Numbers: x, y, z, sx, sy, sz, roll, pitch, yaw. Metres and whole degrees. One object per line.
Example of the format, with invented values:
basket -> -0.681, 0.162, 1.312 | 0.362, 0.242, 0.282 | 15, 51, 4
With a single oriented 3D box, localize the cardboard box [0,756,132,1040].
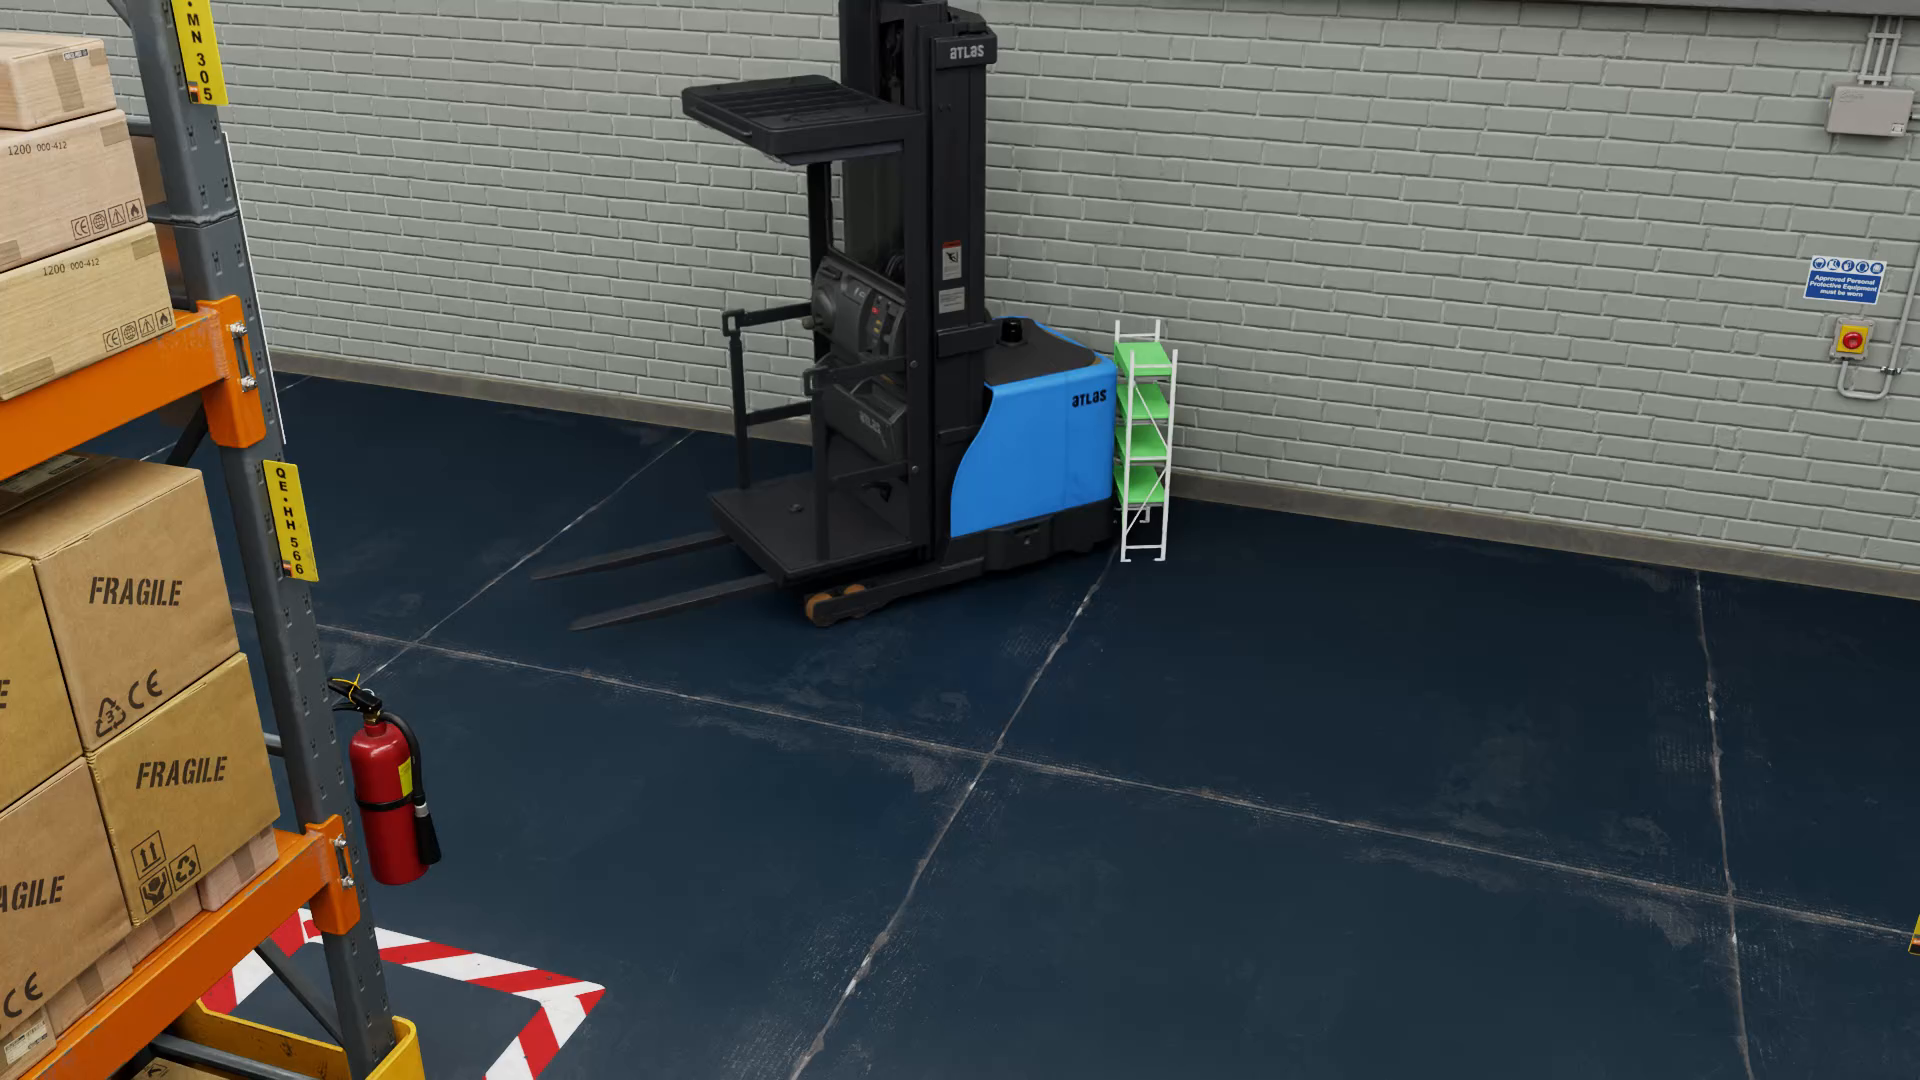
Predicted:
cardboard box -> -2.294, 0.783, 3.736 | 0.500, 0.500, 0.500 | 8, 27, 17

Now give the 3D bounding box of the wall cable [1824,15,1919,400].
wall cable -> 4.345, -1.587, 7.884 | 0.585, 1.953, 0.123 | 9, 27, 17

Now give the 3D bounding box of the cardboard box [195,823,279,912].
cardboard box -> -2.053, 0.817, 4.410 | 0.380, 0.149, 0.250 | 9, 27, 18

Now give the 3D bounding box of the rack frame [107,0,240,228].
rack frame -> -2.211, -2.172, 3.409 | 1.000, 3.000, 0.127 | 9, 27, 17

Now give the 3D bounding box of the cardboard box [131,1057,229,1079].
cardboard box -> -2.148, 1.609, 4.591 | 0.380, 0.149, 0.250 | 9, 27, 18

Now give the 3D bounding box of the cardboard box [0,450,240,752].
cardboard box -> -2.129, 0.124, 3.949 | 0.500, 0.500, 0.500 | 8, 27, 16

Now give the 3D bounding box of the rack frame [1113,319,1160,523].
rack frame -> 0.956, -0.640, 9.195 | 0.240, 1.200, 0.015 | -2, 26, -4

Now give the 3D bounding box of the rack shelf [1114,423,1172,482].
rack shelf -> 0.974, -0.477, 9.004 | 0.258, 0.148, 0.480 | -2, 26, -4

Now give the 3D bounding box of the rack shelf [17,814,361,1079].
rack shelf -> -2.877, 1.674, 3.175 | 1.077, 0.370, 4.000 | 9, 27, 17

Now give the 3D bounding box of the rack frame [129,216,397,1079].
rack frame -> -2.211, 0.529, 4.716 | 1.000, 3.000, 0.127 | 9, 27, 17

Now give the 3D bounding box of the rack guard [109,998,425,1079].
rack guard -> -2.236, 1.685, 5.196 | 1.175, 0.500, 0.348 | 9, 27, 17

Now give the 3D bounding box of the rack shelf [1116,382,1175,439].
rack shelf -> 0.974, -0.693, 8.900 | 0.258, 0.148, 0.480 | -2, 26, -4

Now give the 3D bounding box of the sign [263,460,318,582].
sign -> -1.694, -0.046, 4.212 | 0.100, 0.325, 0.005 | 9, 27, 17

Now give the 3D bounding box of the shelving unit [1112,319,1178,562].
shelving unit -> 0.974, -0.534, 8.976 | 0.258, 1.200, 0.503 | -2, 26, -4

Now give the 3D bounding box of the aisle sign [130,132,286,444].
aisle sign -> -1.904, -0.628, 4.122 | 0.394, 0.787, 0.004 | 9, 27, 17

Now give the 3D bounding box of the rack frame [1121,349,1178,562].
rack frame -> 0.992, -0.428, 8.757 | 0.240, 1.200, 0.015 | -2, 26, -4

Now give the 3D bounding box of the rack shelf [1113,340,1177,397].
rack shelf -> 0.974, -0.909, 8.795 | 0.258, 0.148, 0.480 | -2, 26, -4

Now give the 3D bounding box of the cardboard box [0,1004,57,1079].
cardboard box -> -2.303, 1.127, 3.769 | 0.380, 0.149, 0.250 | 9, 27, 19

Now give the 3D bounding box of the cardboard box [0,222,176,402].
cardboard box -> -2.113, -0.529, 3.630 | 0.500, 0.250, 0.500 | 8, 27, 16

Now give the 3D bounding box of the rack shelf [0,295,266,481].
rack shelf -> -2.877, 0.324, 2.522 | 1.077, 0.370, 4.000 | 9, 27, 17

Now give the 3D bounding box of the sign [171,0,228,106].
sign -> -1.694, -1.131, 3.686 | 0.100, 0.325, 0.005 | 9, 27, 17

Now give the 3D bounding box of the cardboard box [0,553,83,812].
cardboard box -> -2.297, 0.332, 3.519 | 0.500, 0.500, 0.500 | 8, 27, 16

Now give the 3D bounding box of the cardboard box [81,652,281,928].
cardboard box -> -2.118, 0.572, 4.171 | 0.500, 0.500, 0.500 | 9, 27, 18

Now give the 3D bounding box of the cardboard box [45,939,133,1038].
cardboard box -> -2.240, 1.019, 3.992 | 0.380, 0.149, 0.250 | 8, 27, 17

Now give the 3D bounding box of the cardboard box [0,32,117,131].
cardboard box -> -2.045, -0.979, 3.529 | 0.380, 0.149, 0.250 | 9, 27, 17

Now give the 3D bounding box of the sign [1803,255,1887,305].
sign -> 4.320, -1.269, 8.120 | 0.327, 0.218, 0.001 | 9, 27, 17

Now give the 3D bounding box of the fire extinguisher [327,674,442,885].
fire extinguisher -> -1.692, 0.695, 4.890 | 0.296, 0.674, 0.183 | 9, 27, 17

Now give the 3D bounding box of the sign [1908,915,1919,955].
sign -> 1.969, 0.697, 3.285 | 0.100, 0.325, 0.005 | 9, 27, 17

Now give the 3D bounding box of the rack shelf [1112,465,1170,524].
rack shelf -> 0.974, -0.261, 9.109 | 0.258, 0.148, 0.480 | -2, 26, -4

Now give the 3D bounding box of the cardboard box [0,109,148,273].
cardboard box -> -2.124, -0.753, 3.519 | 0.500, 0.250, 0.500 | 8, 27, 16

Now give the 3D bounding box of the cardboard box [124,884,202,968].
cardboard box -> -2.171, 0.913, 4.210 | 0.380, 0.149, 0.250 | 9, 27, 17

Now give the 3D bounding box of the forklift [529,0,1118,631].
forklift -> -0.692, -1.145, 8.252 | 3.031, 2.935, 1.130 | -14, 29, -27
